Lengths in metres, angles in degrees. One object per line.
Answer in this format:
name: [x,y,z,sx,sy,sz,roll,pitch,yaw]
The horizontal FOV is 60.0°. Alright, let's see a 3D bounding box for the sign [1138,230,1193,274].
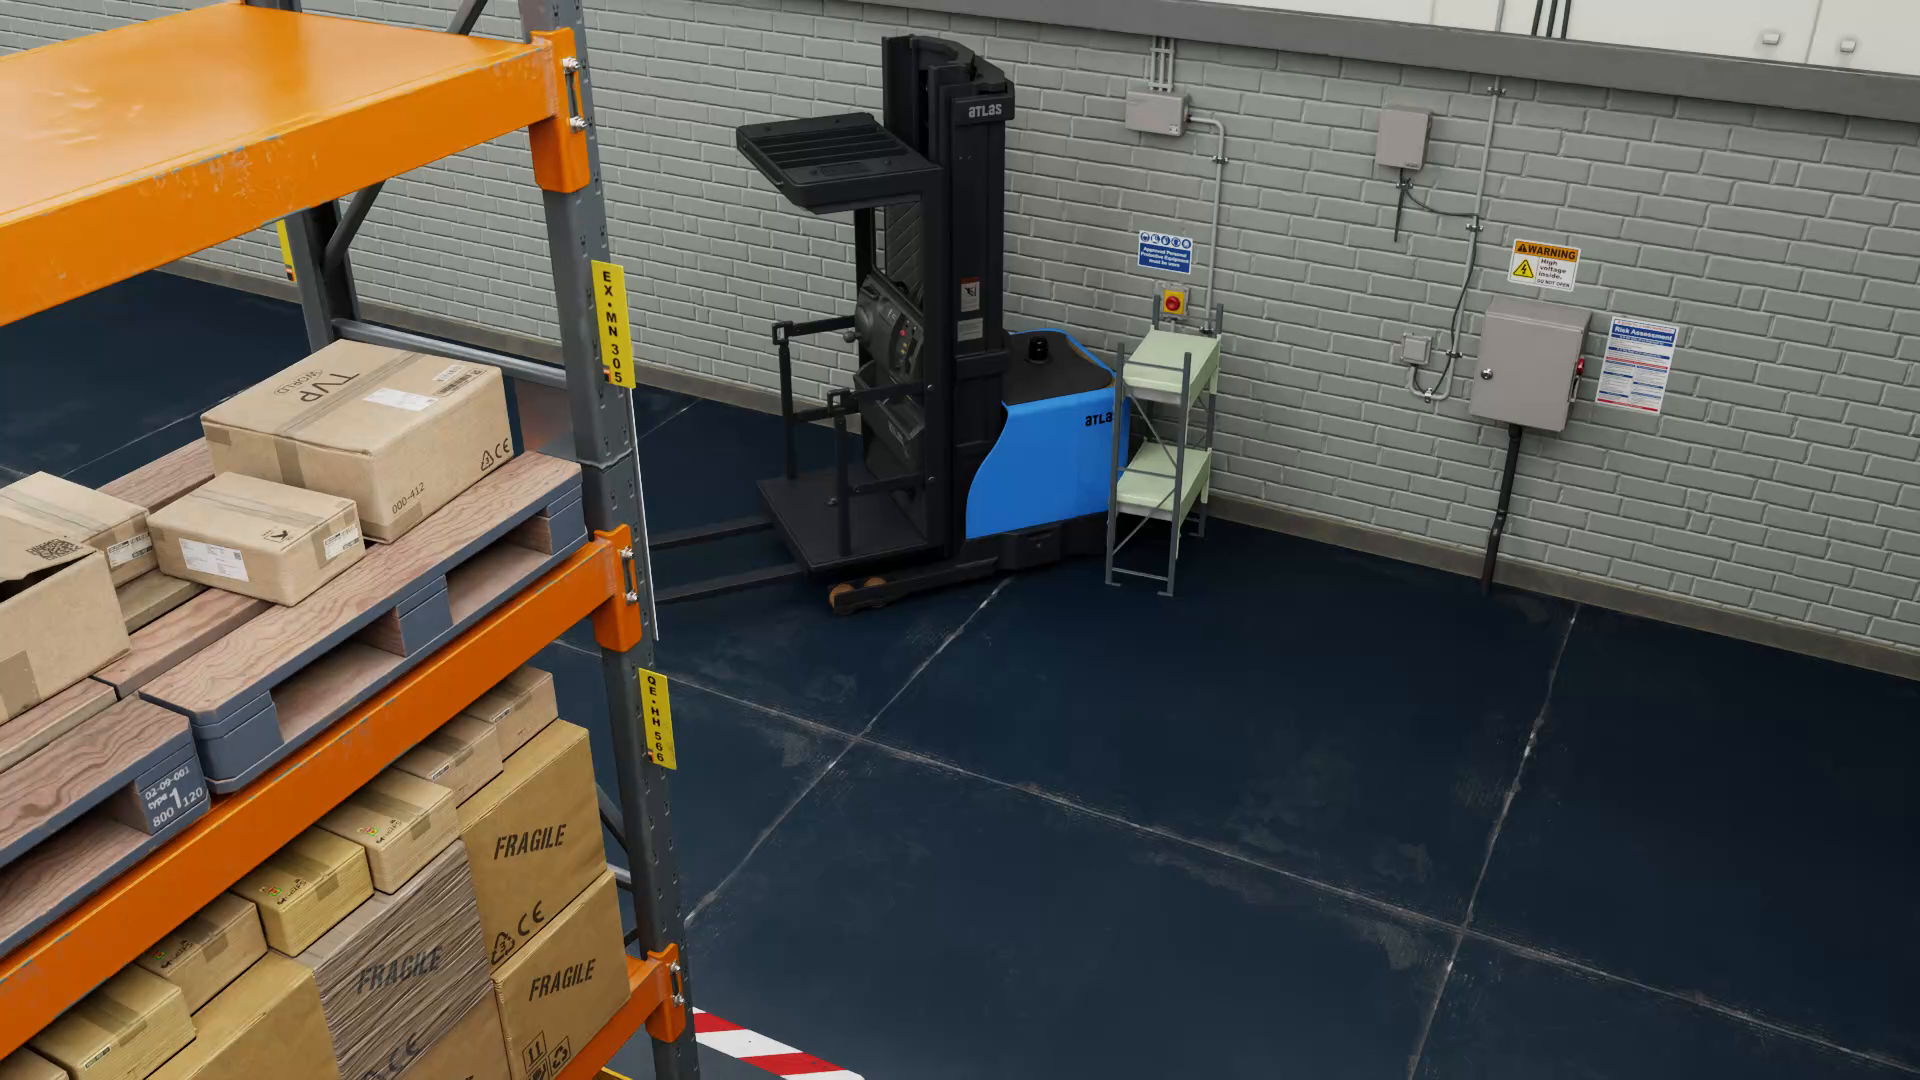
sign: [1.192,-1.674,9.671,0.327,0.218,0.001,14,33,23]

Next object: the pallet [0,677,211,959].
pallet: [-2.224,0.598,3.063,1.003,0.211,1.213,14,33,23]

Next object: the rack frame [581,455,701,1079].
rack frame: [-1.341,0.987,5.310,1.000,3.000,0.127,14,33,23]

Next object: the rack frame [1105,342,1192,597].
rack frame: [1.028,-0.366,9.171,0.400,1.500,0.023,11,32,18]

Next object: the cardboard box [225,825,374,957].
cardboard box: [-1.614,0.787,3.902,0.380,0.149,0.250,15,33,24]

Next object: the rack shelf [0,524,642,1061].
rack shelf: [-2.252,0.885,3.198,1.077,0.370,4.000,14,33,23]

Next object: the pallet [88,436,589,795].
pallet: [-1.670,0.056,4.008,1.003,0.211,1.213,14,33,23]

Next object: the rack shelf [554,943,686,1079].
rack shelf: [-2.252,2.185,3.945,1.077,0.370,4.000,14,33,23]

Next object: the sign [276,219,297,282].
sign: [-1.832,-0.856,4.550,0.100,0.325,0.005,14,33,23]

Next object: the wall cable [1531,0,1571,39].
wall cable: [4.131,-3.396,6.881,2.988,3.039,0.133,14,33,23]

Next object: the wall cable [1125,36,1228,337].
wall cable: [1.207,-1.972,9.411,0.585,1.953,0.123,14,33,23]

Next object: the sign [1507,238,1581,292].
sign: [3.056,-1.440,8.706,0.339,0.242,0.001,14,33,23]

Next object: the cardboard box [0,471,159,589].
cardboard box: [-2.041,0.000,3.747,0.380,0.149,0.250,16,33,25]

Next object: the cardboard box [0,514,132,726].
cardboard box: [-2.067,0.151,3.320,0.500,0.311,0.500,15,33,24]

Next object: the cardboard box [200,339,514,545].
cardboard box: [-1.466,-0.255,4.088,0.500,0.250,0.500,11,32,19]

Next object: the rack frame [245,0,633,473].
rack frame: [-1.341,-1.615,3.816,1.000,3.000,0.127,14,33,23]

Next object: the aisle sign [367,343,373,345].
aisle sign: [-1.566,-0.238,4.833,0.394,0.787,0.004,14,33,23]

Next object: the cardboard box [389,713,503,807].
cardboard box: [-1.420,0.551,4.313,0.380,0.149,0.250,15,33,24]

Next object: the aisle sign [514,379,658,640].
aisle sign: [-1.032,-0.102,4.596,0.394,0.787,0.004,14,33,23]

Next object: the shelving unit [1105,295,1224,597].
shelving unit: [1.159,-0.536,9.468,0.431,1.500,0.755,11,32,18]

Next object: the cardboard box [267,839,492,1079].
cardboard box: [-1.561,1.016,4.155,0.500,0.500,0.500,14,33,23]

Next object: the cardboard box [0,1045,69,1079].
cardboard box: [-1.995,1.123,3.317,0.380,0.149,0.250,15,33,25]

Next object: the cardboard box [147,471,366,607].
cardboard box: [-1.586,-0.007,3.758,0.380,0.149,0.250,12,32,19]

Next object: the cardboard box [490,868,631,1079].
cardboard box: [-1.325,1.217,4.808,0.500,0.500,0.500,14,33,24]

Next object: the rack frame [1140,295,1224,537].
rack frame: [1.291,-0.706,9.764,0.400,1.500,0.023,11,32,18]

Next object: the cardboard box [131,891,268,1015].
cardboard box: [-1.797,0.887,3.729,0.380,0.149,0.250,14,33,23]

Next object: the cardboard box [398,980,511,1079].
cardboard box: [-1.567,1.436,4.427,0.500,0.500,0.500,14,33,22]

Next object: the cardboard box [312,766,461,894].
cardboard box: [-1.463,0.684,4.081,0.380,0.149,0.250,14,33,23]

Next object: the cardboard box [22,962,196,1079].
cardboard box: [-1.859,1.011,3.512,0.380,0.149,0.250,15,33,24]

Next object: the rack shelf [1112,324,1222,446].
rack shelf: [1.159,-0.874,9.273,0.431,0.370,0.720,11,32,18]

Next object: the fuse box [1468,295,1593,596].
fuse box: [3.011,-0.418,9.051,0.539,1.711,0.414,14,33,23]

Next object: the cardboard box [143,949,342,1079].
cardboard box: [-1.789,1.234,3.774,0.500,0.500,0.500,14,33,23]

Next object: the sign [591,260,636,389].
sign: [-0.864,-0.534,4.137,0.100,0.325,0.005,14,33,23]

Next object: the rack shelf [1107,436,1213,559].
rack shelf: [1.159,-0.253,9.630,0.431,0.370,0.720,11,32,18]

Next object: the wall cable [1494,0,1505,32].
wall cable: [1.668,-4.029,8.019,2.355,3.000,0.029,14,33,23]

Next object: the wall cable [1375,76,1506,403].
wall cable: [2.475,-1.642,8.868,0.588,1.984,0.122,14,33,23]

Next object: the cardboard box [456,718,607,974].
cardboard box: [-1.349,0.777,4.570,0.500,0.500,0.500,15,33,25]

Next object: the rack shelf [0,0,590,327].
rack shelf: [-2.252,-0.243,2.551,1.077,0.370,4.000,14,33,23]

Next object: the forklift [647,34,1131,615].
forklift: [-0.577,-1.152,9.104,3.031,2.935,1.130,-12,32,-19]

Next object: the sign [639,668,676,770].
sign: [-0.864,0.511,4.738,0.100,0.325,0.005,14,33,23]

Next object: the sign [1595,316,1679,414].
sign: [3.545,-0.916,8.718,0.329,0.494,0.001,14,33,23]

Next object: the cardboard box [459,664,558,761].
cardboard box: [-1.326,0.433,4.519,0.380,0.149,0.250,15,33,24]

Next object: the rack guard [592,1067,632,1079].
rack guard: [-1.330,2.060,5.951,1.175,0.500,0.348,14,33,23]
